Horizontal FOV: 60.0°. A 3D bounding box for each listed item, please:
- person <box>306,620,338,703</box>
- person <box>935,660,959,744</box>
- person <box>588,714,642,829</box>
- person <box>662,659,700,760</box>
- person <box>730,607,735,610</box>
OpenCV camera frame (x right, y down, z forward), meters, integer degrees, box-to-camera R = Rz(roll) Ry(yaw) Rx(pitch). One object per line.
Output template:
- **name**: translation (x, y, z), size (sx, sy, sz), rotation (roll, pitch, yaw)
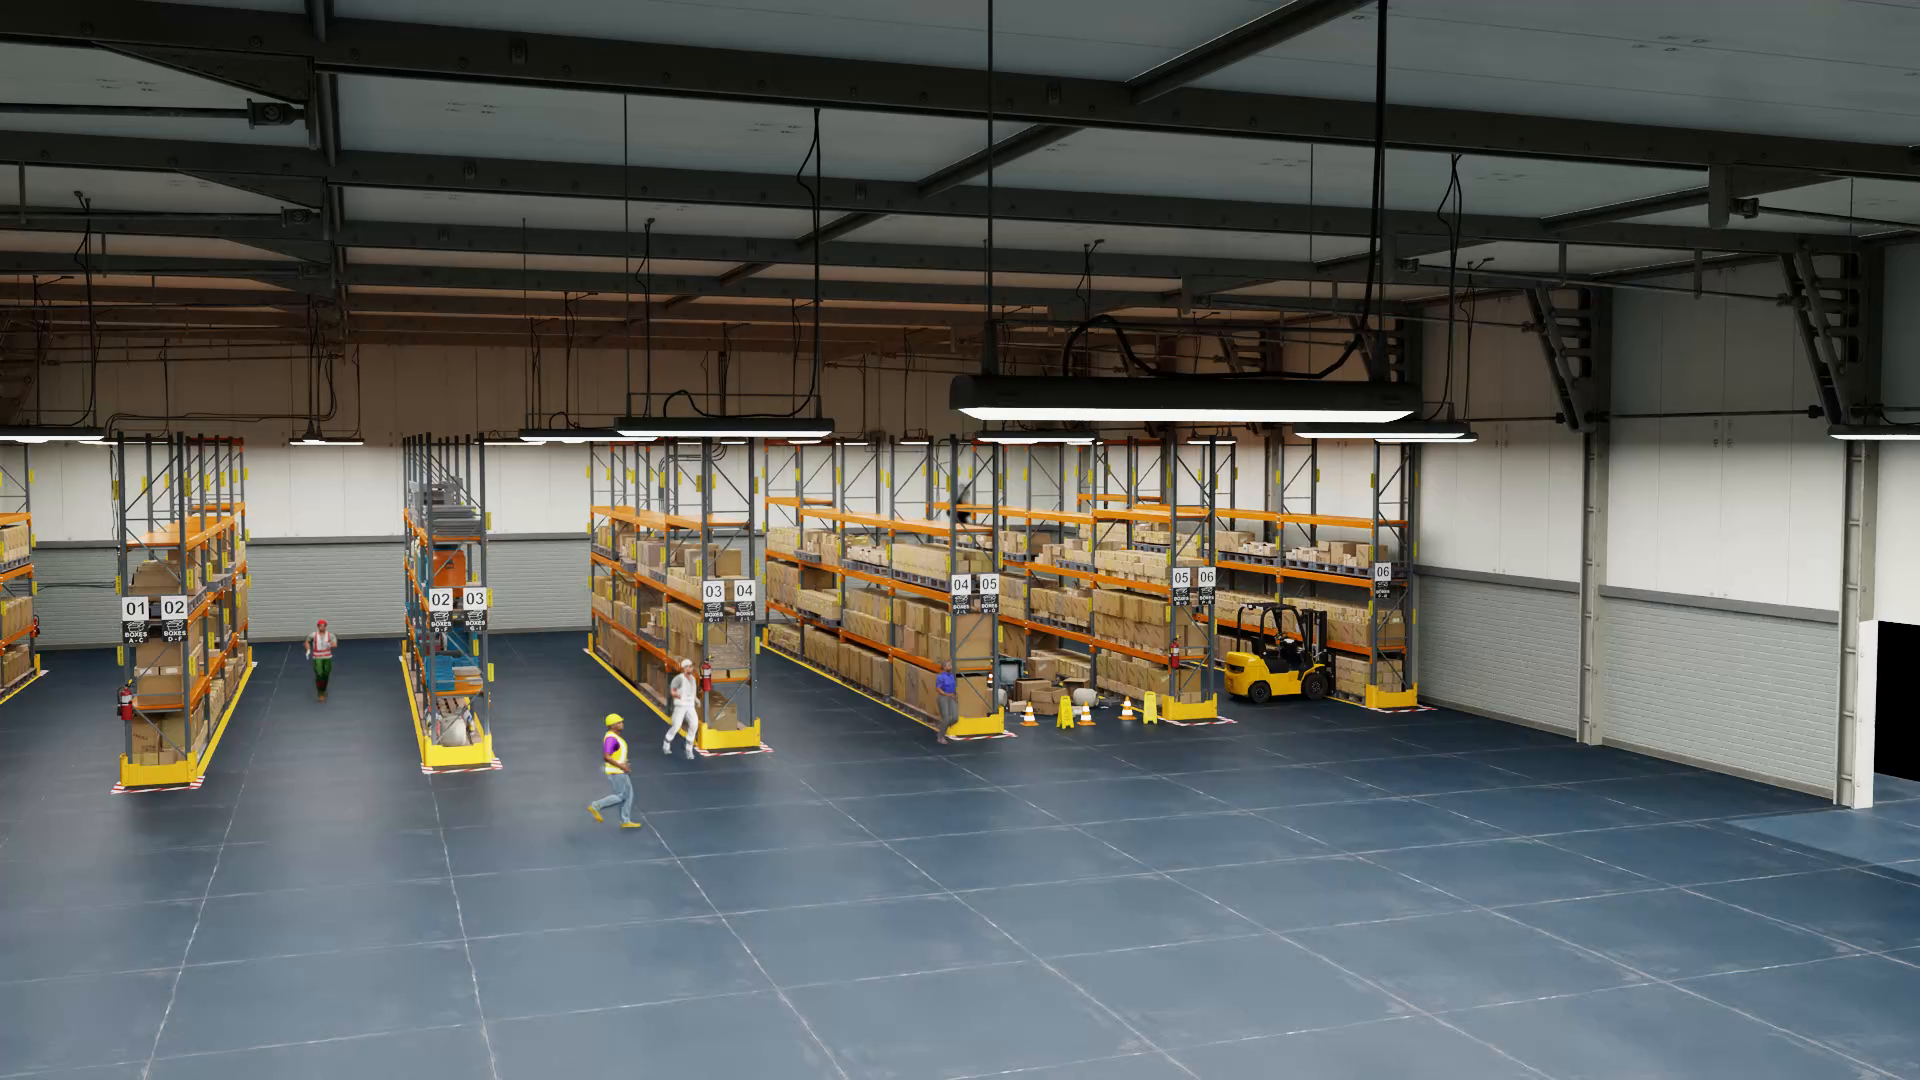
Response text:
- **person**: translation (-14.486, 2.721, 37.770), size (0.649, 1.837, 0.835), rotation (-2, 4, -32)
- **person**: translation (-0.208, 3.142, 32.235), size (0.520, 1.624, 0.623), rotation (3, 4, 44)
- **person**: translation (-5.180, 3.467, 24.931), size (0.782, 1.735, 0.718), rotation (0, 3, -7)
- **person**: translation (-5.093, 3.125, 30.854), size (0.732, 1.812, 0.726), rotation (3, 4, 40)
- **person**: translation (-6.383, 2.306, 46.539), size (0.679, 1.749, 0.870), rotation (-1, 3, -12)
